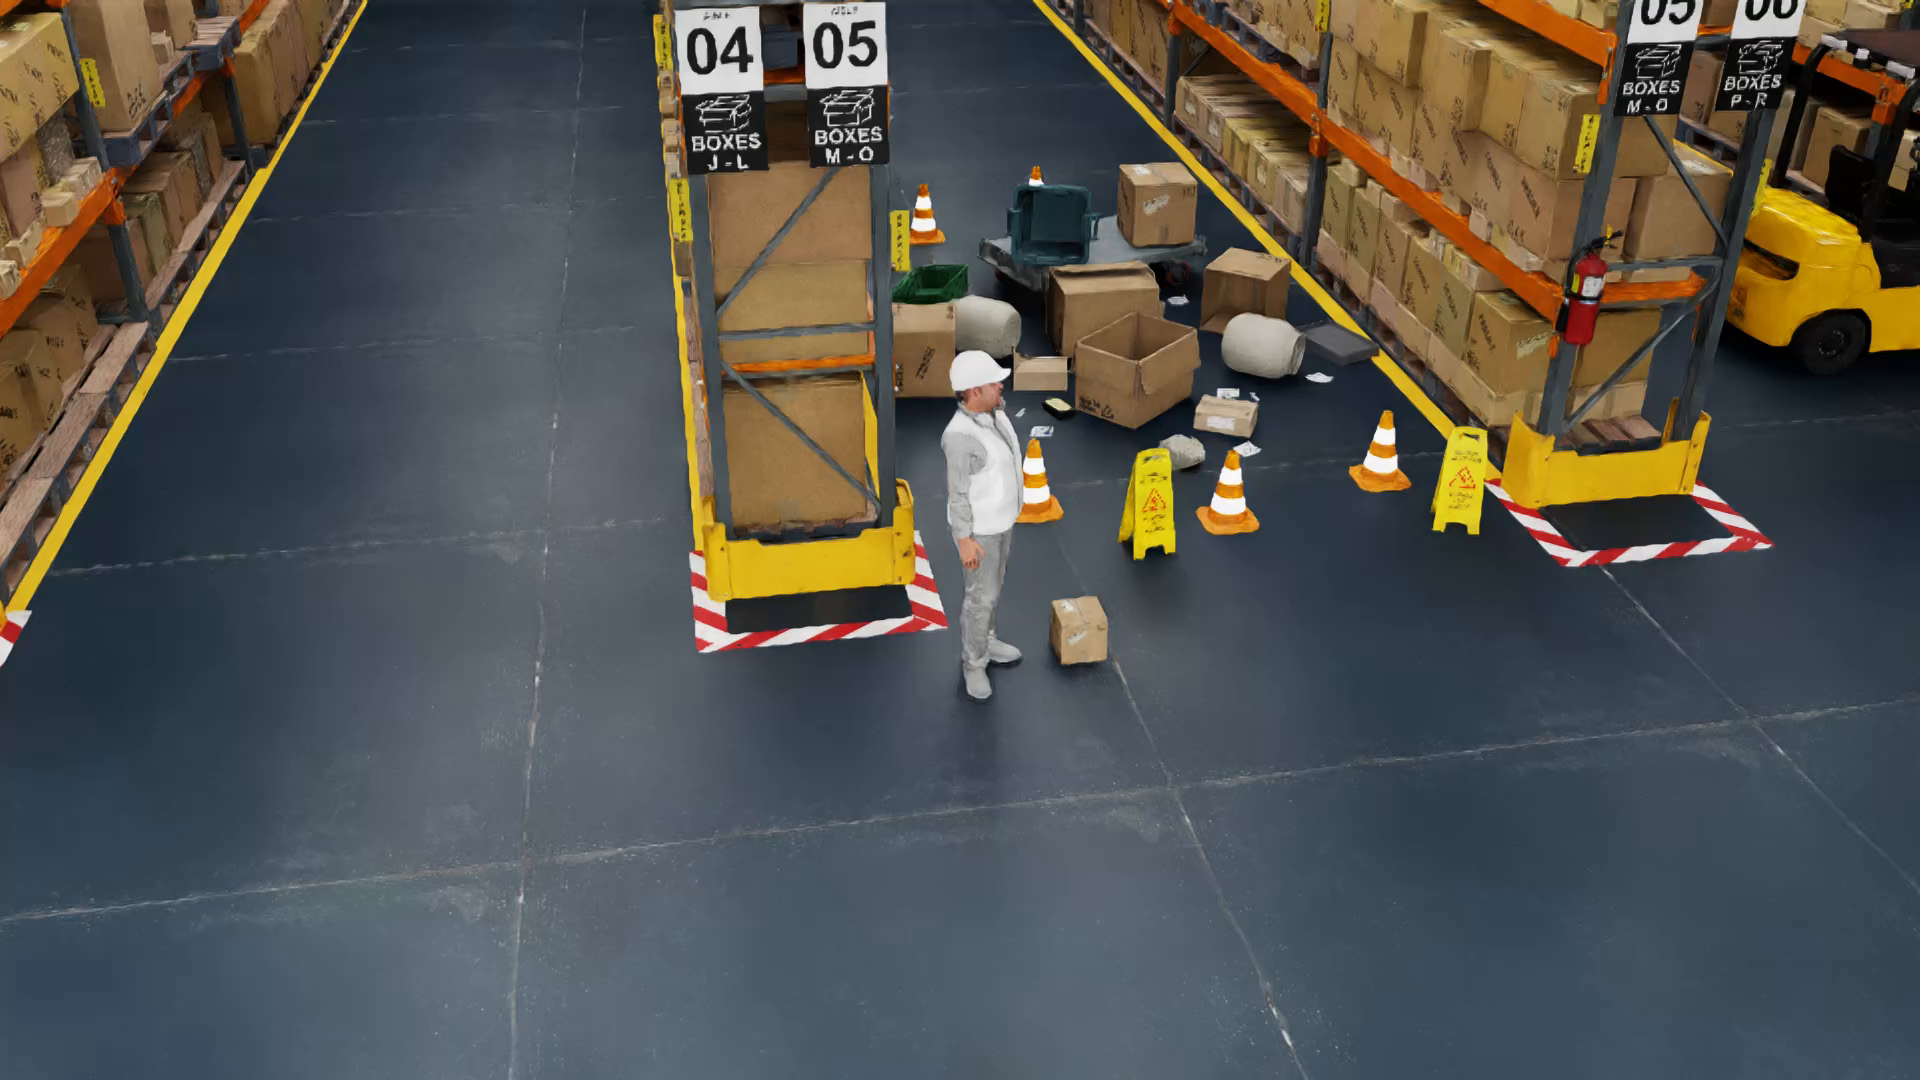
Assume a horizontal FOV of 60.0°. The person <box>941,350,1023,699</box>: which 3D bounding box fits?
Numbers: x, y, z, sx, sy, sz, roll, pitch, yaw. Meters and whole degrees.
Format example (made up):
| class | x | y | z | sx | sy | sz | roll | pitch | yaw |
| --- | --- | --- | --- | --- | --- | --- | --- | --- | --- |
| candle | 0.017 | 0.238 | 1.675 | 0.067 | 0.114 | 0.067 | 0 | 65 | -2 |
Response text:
| class | x | y | z | sx | sy | sz | roll | pitch | yaw |
| --- | --- | --- | --- | --- | --- | --- | --- | --- | --- |
| person | 0.119 | -0.108 | 8.283 | 0.365 | 1.782 | 0.637 | 9 | 32 | 16 |
